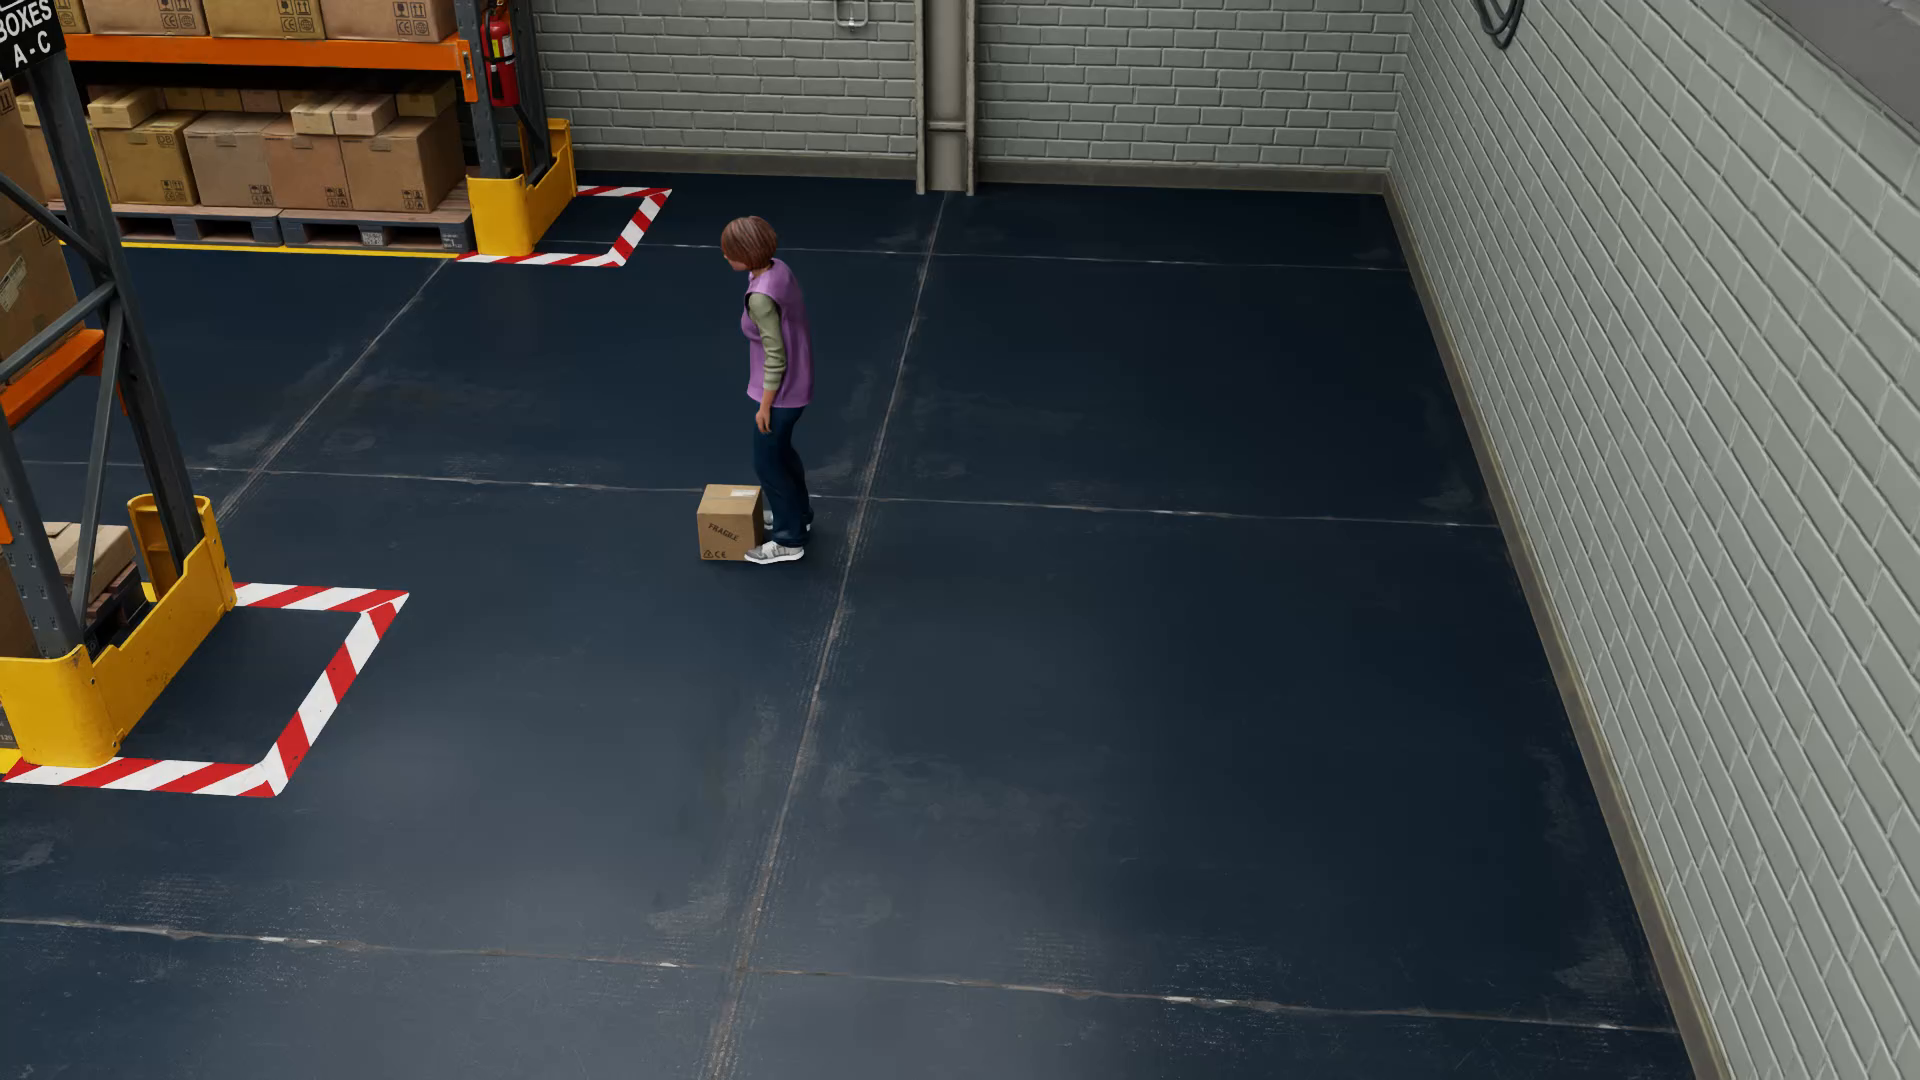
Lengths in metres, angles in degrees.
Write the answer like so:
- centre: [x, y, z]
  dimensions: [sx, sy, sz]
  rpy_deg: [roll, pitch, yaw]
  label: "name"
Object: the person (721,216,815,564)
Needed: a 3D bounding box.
- centre: [-0.796, -0.640, 7.158]
  dimensions: [0.346, 1.590, 0.467]
  rpy_deg: [1, 32, 2]
  label: "person"
